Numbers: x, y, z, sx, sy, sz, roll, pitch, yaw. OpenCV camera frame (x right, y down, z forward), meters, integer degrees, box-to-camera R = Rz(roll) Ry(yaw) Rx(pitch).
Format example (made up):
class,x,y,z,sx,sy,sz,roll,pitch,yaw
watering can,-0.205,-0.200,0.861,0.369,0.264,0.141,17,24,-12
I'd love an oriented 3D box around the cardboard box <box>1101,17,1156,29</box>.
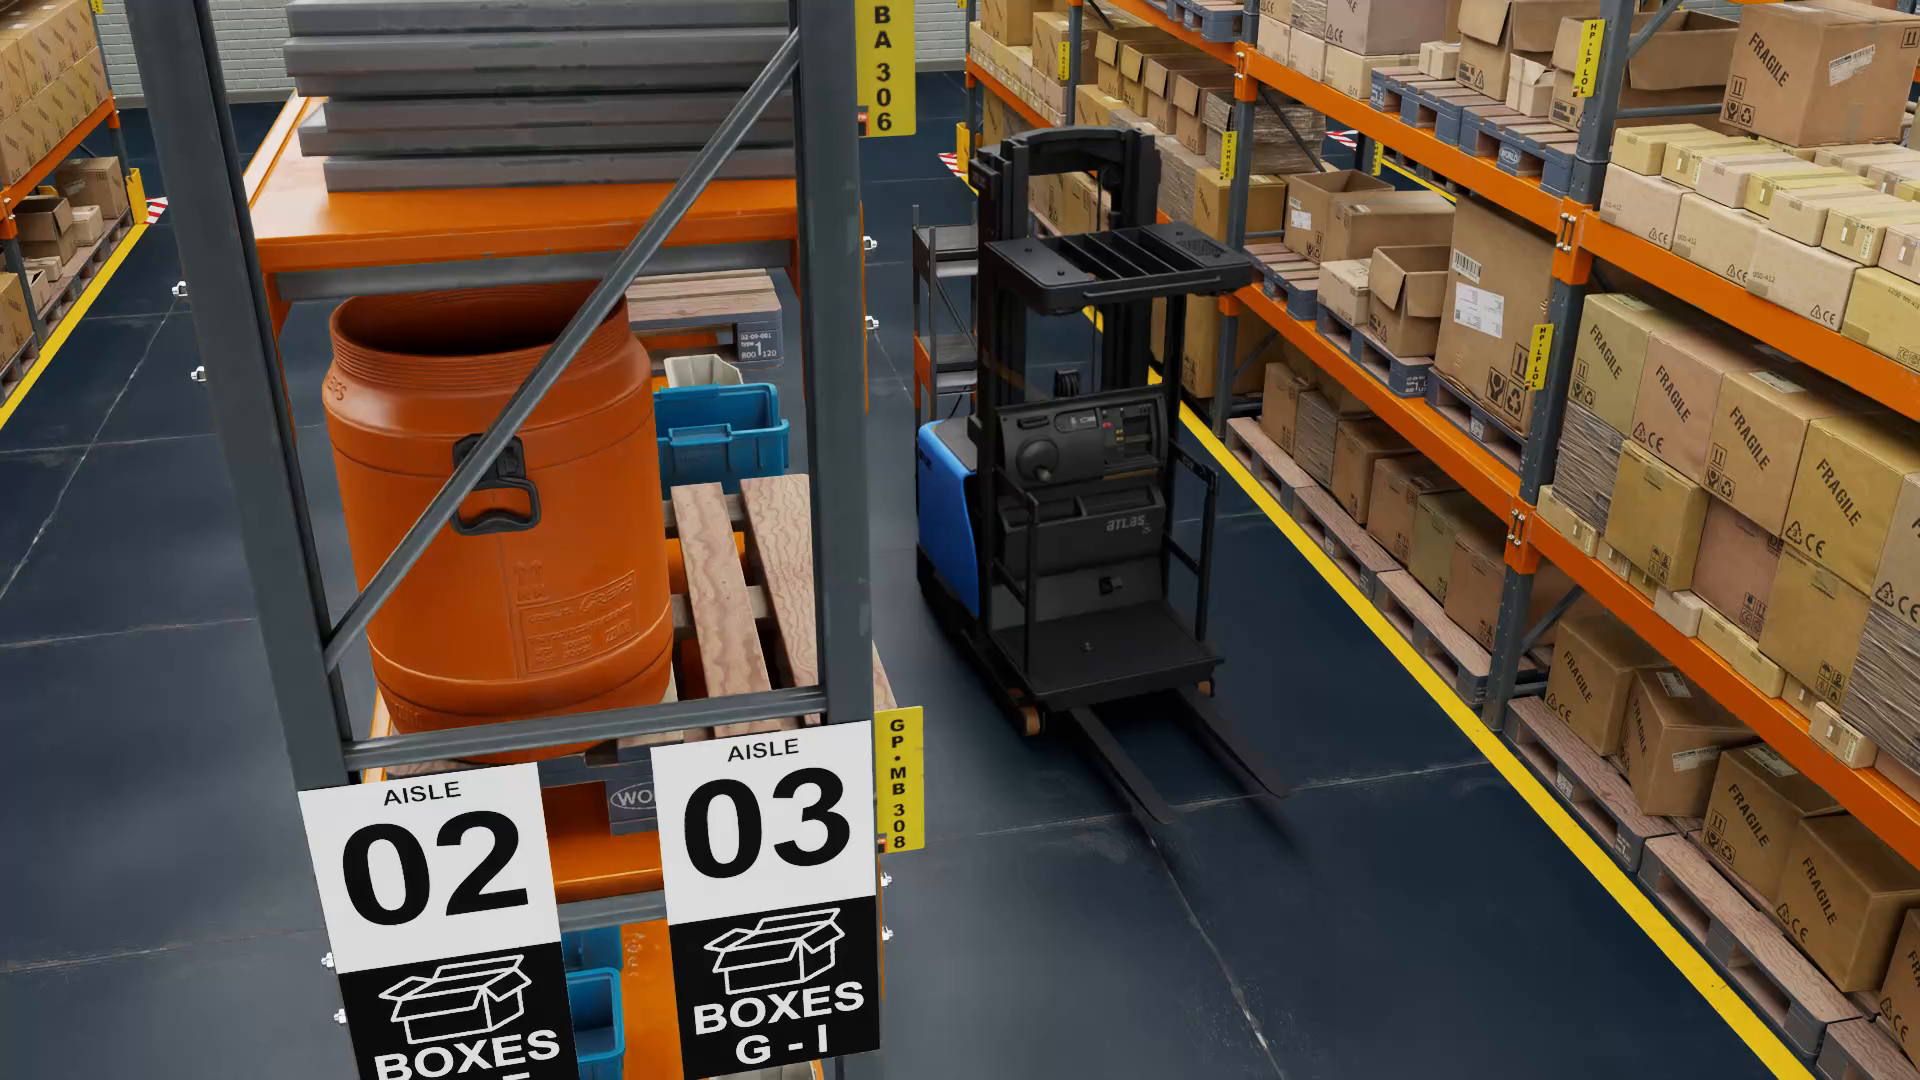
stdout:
class,x,y,z,sx,sy,sz,roll,pitch,yaw
cardboard box,1.607,-4.550,15.439,0.500,0.500,0.500,-6,27,-12

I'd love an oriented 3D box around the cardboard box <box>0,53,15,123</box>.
class,x,y,z,sx,sy,sz,roll,pitch,yaw
cardboard box,-8.019,-3.635,13.403,0.500,0.500,0.500,-5,27,-10

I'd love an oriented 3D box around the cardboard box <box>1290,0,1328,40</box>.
class,x,y,z,sx,sy,sz,roll,pitch,yaw
cardboard box,2.333,-3.308,9.981,0.500,0.500,0.500,-6,27,-11

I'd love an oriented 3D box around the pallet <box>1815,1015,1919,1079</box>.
class,x,y,z,sx,sy,sz,roll,pitch,yaw
pallet,4.004,2.206,6.145,1.003,0.211,1.213,-6,27,-12

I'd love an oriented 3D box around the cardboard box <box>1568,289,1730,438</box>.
class,x,y,z,sx,sy,sz,roll,pitch,yaw
cardboard box,3.122,-0.801,7.458,0.500,0.500,0.500,-6,27,-12

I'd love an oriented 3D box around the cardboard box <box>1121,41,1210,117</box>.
class,x,y,z,sx,sy,sz,roll,pitch,yaw
cardboard box,1.761,-3.823,13.772,0.797,0.503,0.637,-6,27,-11

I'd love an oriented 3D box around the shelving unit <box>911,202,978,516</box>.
class,x,y,z,sx,sy,sz,roll,pitch,yaw
shelving unit,-0.037,-1.010,10.421,0.431,2.100,0.503,-6,27,-12

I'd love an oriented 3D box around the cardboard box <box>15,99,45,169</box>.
class,x,y,z,sx,sy,sz,roll,pitch,yaw
cardboard box,-8.155,-3.429,14.104,0.500,0.500,0.500,-5,27,-11

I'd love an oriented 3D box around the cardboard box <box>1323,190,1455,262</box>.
class,x,y,z,sx,sy,sz,roll,pitch,yaw
cardboard box,2.751,-1.921,10.650,0.700,0.500,0.500,-2,27,-4

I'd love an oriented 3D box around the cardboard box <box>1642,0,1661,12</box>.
class,x,y,z,sx,sy,sz,roll,pitch,yaw
cardboard box,6.456,-5.219,16.210,0.500,0.500,0.500,-5,27,-10

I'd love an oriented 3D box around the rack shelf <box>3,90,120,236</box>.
class,x,y,z,sx,sy,sz,roll,pitch,yaw
rack shelf,-8.638,-3.466,15.086,1.077,0.370,4.000,-6,27,-12

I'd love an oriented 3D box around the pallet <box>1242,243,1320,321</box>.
class,x,y,z,sx,sy,sz,roll,pitch,yaw
pallet,2.631,-1.769,11.139,1.213,0.211,1.003,-6,27,-12

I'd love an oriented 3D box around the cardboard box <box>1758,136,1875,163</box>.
class,x,y,z,sx,sy,sz,roll,pitch,yaw
cardboard box,3.594,-1.611,7.008,0.380,0.149,0.250,-6,27,-11

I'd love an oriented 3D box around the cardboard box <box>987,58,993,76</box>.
class,x,y,z,sx,sy,sz,roll,pitch,yaw
cardboard box,0.500,-5.028,17.662,0.380,0.149,0.250,-6,27,-12

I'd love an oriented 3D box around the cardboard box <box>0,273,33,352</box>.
class,x,y,z,sx,sy,sz,roll,pitch,yaw
cardboard box,-7.796,-1.802,13.277,0.500,0.500,0.500,-6,27,-12

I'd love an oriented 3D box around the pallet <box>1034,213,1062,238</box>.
class,x,y,z,sx,sy,sz,roll,pitch,yaw
pallet,1.370,-3.010,16.479,1.003,0.211,1.213,-6,27,-12

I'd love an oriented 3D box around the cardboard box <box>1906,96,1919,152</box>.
class,x,y,z,sx,sy,sz,roll,pitch,yaw
cardboard box,7.314,-2.909,11.964,0.700,0.500,0.500,-6,27,-12

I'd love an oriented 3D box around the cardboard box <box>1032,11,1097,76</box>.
class,x,y,z,sx,sy,sz,roll,pitch,yaw
cardboard box,0.992,-4.709,15.754,0.500,0.500,0.500,-6,27,-11

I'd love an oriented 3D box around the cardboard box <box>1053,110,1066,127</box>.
class,x,y,z,sx,sy,sz,roll,pitch,yaw
cardboard box,1.078,-3.901,15.430,0.380,0.149,0.250,-6,27,-11

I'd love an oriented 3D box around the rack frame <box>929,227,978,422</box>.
class,x,y,z,sx,sy,sz,roll,pitch,yaw
rack frame,0.018,-0.903,10.209,0.400,2.100,0.015,-6,27,-12

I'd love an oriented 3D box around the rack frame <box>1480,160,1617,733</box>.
class,x,y,z,sx,sy,sz,roll,pitch,yaw
rack frame,3.268,-0.401,8.216,1.000,3.000,0.127,-6,27,-12

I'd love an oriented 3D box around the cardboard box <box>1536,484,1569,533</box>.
class,x,y,z,sx,sy,sz,roll,pitch,yaw
cardboard box,3.024,-0.164,8.025,0.380,0.149,0.250,-6,27,-12

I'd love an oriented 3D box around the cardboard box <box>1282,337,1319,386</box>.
class,x,y,z,sx,sy,sz,roll,pitch,yaw
cardboard box,2.547,-1.281,11.413,0.500,0.250,0.500,-5,27,-9

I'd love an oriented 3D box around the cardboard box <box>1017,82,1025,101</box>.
class,x,y,z,sx,sy,sz,roll,pitch,yaw
cardboard box,0.788,-4.466,16.547,0.380,0.149,0.250,-6,27,-12

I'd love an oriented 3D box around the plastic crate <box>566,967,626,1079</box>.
class,x,y,z,sx,sy,sz,roll,pitch,yaw
plastic crate,-1.201,1.449,4.715,0.499,0.251,0.408,-6,27,-12

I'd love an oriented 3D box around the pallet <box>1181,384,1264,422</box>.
class,x,y,z,sx,sy,sz,roll,pitch,yaw
pallet,2.263,-1.266,13.024,1.003,0.211,1.213,-6,27,-12

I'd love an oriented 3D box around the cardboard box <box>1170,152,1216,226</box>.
class,x,y,z,sx,sy,sz,roll,pitch,yaw
cardboard box,1.908,-2.613,12.486,0.500,0.500,0.500,-6,27,-12

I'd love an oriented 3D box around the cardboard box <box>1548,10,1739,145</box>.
class,x,y,z,sx,sy,sz,roll,pitch,yaw
cardboard box,3.259,-2.190,7.851,0.797,0.503,0.637,-7,28,-14

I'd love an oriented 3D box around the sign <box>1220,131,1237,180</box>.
class,x,y,z,sx,sy,sz,roll,pitch,yaw
sign,1.827,-2.616,11.319,0.100,0.325,0.005,-6,27,-12

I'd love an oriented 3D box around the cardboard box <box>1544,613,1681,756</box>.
class,x,y,z,sx,sy,sz,roll,pitch,yaw
cardboard box,3.320,0.707,8.328,0.500,0.500,0.500,-7,28,-13

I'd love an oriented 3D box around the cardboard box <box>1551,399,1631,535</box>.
class,x,y,z,sx,sy,sz,roll,pitch,yaw
cardboard box,3.310,-0.375,7.722,0.875,0.500,0.500,-6,27,-12

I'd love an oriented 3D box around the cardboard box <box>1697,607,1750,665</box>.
class,x,y,z,sx,sy,sz,roll,pitch,yaw
cardboard box,3.329,0.382,6.942,0.380,0.149,0.250,-6,27,-12

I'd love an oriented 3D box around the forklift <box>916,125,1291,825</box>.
class,x,y,z,sx,sy,sz,roll,pitch,yaw
forklift,0.726,-0.490,8.468,1.130,2.935,3.031,-9,28,-18

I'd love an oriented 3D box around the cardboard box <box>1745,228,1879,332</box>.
class,x,y,z,sx,sy,sz,roll,pitch,yaw
cardboard box,3.346,-0.999,6.237,0.500,0.250,0.500,-7,28,-14

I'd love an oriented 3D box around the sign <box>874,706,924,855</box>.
class,x,y,z,sx,sy,sz,roll,pitch,yaw
sign,-0.119,0.461,3.169,0.100,0.325,0.005,-6,27,-12

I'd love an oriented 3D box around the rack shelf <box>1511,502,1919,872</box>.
class,x,y,z,sx,sy,sz,roll,pitch,yaw
rack shelf,3.719,0.798,6.638,1.077,0.370,4.000,-6,27,-12

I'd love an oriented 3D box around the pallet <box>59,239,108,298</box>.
class,x,y,z,sx,sy,sz,roll,pitch,yaw
pallet,-8.619,-2.502,15.473,1.003,0.211,1.213,-6,27,-12

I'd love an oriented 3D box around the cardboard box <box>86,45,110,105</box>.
class,x,y,z,sx,sy,sz,roll,pitch,yaw
cardboard box,-8.722,-4.540,16.306,0.500,0.500,0.500,-5,27,-10

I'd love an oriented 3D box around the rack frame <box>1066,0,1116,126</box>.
class,x,y,z,sx,sy,sz,roll,pitch,yaw
rack frame,1.465,-3.913,15.174,1.000,3.000,0.127,-6,27,-12

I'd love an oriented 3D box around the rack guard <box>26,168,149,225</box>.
class,x,y,z,sx,sy,sz,roll,pitch,yaw
rack guard,-9.071,-3.515,17.160,1.175,0.500,0.348,-6,27,-12

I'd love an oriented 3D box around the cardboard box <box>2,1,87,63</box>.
class,x,y,z,sx,sy,sz,roll,pitch,yaw
cardboard box,-8.605,-4.767,15.644,0.500,0.500,0.500,-5,27,-10

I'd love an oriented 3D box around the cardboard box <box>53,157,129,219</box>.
class,x,y,z,sx,sy,sz,roll,pitch,yaw
cardboard box,-8.726,-3.532,16.704,0.500,0.500,0.500,-6,27,-12

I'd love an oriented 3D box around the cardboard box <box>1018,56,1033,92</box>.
class,x,y,z,sx,sy,sz,roll,pitch,yaw
cardboard box,0.876,-4.597,16.365,0.500,0.250,0.500,-5,27,-11

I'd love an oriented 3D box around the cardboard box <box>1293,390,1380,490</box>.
class,x,y,z,sx,sy,sz,roll,pitch,yaw
cardboard box,2.675,-0.703,11.100,0.700,0.500,0.500,-8,28,-16

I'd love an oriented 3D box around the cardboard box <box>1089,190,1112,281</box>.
class,x,y,z,sx,sy,sz,roll,pitch,yaw
cardboard box,1.831,-2.481,14.228,1.225,0.875,0.875,-7,28,-13

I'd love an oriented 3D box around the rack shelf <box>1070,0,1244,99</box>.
class,x,y,z,sx,sy,sz,roll,pitch,yaw
rack shelf,1.916,-4.053,12.920,1.077,0.370,4.000,-6,27,-12

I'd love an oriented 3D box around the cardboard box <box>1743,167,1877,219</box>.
class,x,y,z,sx,sy,sz,roll,pitch,yaw
cardboard box,3.306,-1.342,6.476,0.380,0.149,0.250,-5,27,-10

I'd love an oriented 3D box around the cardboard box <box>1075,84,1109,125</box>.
class,x,y,z,sx,sy,sz,roll,pitch,yaw
cardboard box,1.326,-3.730,14.701,0.500,0.500,0.500,-6,27,-11
